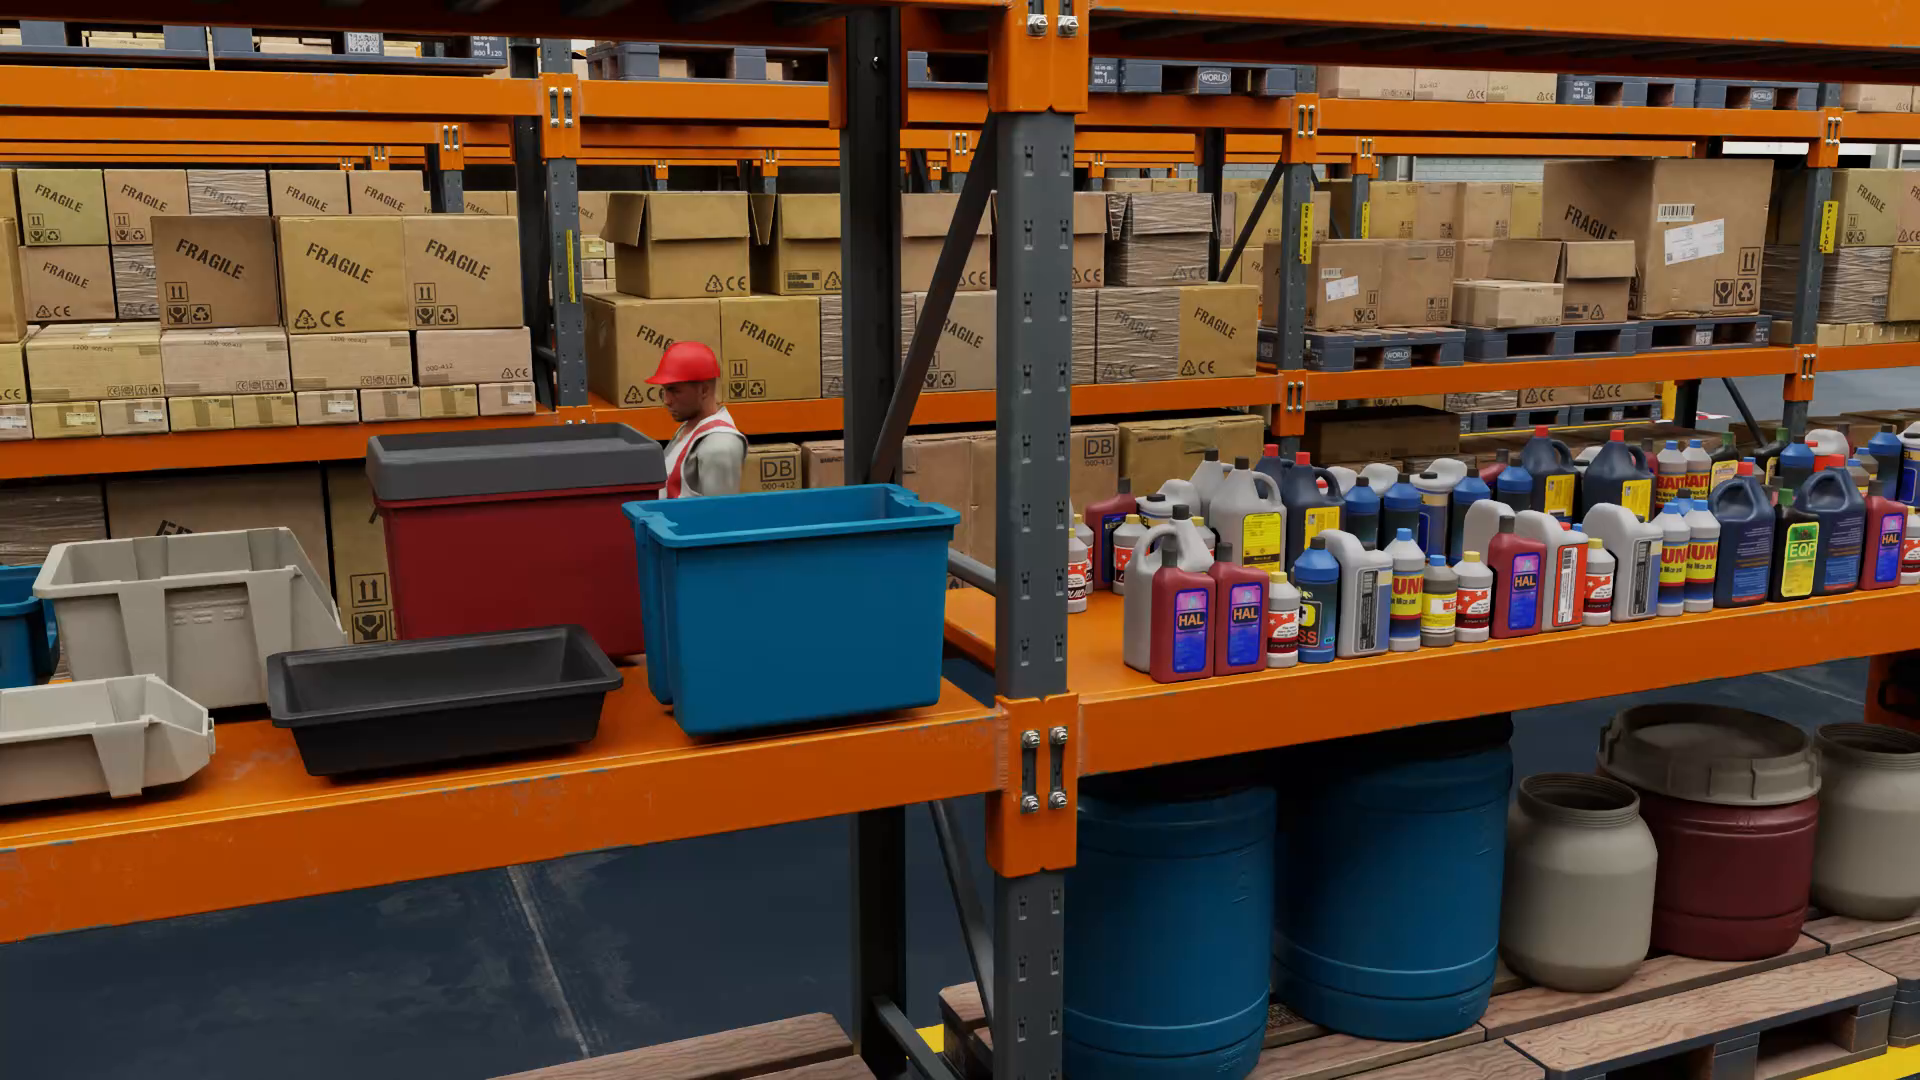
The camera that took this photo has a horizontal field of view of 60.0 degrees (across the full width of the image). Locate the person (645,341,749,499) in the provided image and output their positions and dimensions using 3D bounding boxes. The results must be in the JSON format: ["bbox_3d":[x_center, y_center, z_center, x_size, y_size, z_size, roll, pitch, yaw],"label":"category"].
[{"bbox_3d":[-0.979,0.146,6.231,0.351,1.777,0.528,-5,13,-22],"label":"person"}]
